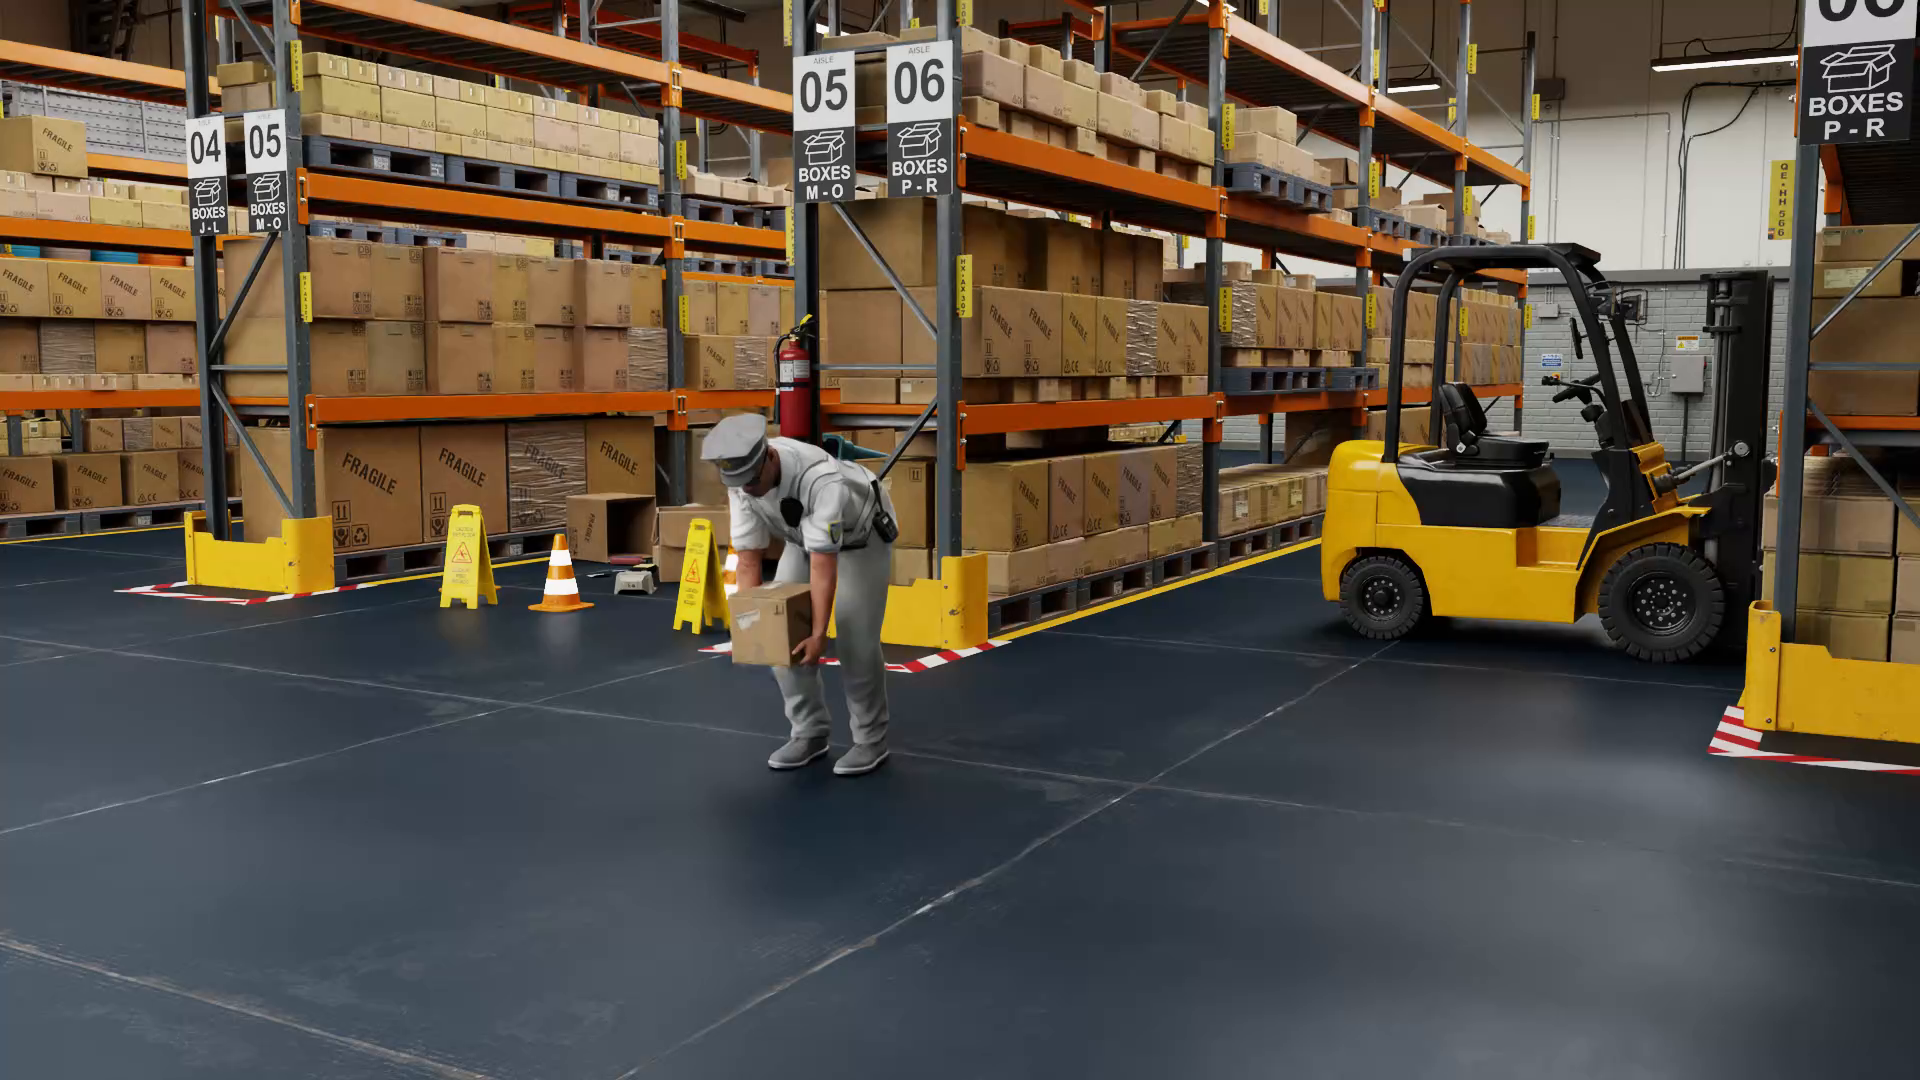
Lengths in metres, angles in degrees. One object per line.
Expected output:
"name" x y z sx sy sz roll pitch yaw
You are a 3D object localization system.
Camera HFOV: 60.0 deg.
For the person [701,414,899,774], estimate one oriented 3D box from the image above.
"person" -0.592 0.206 6.088 0.471 1.350 0.995 3 7 27
